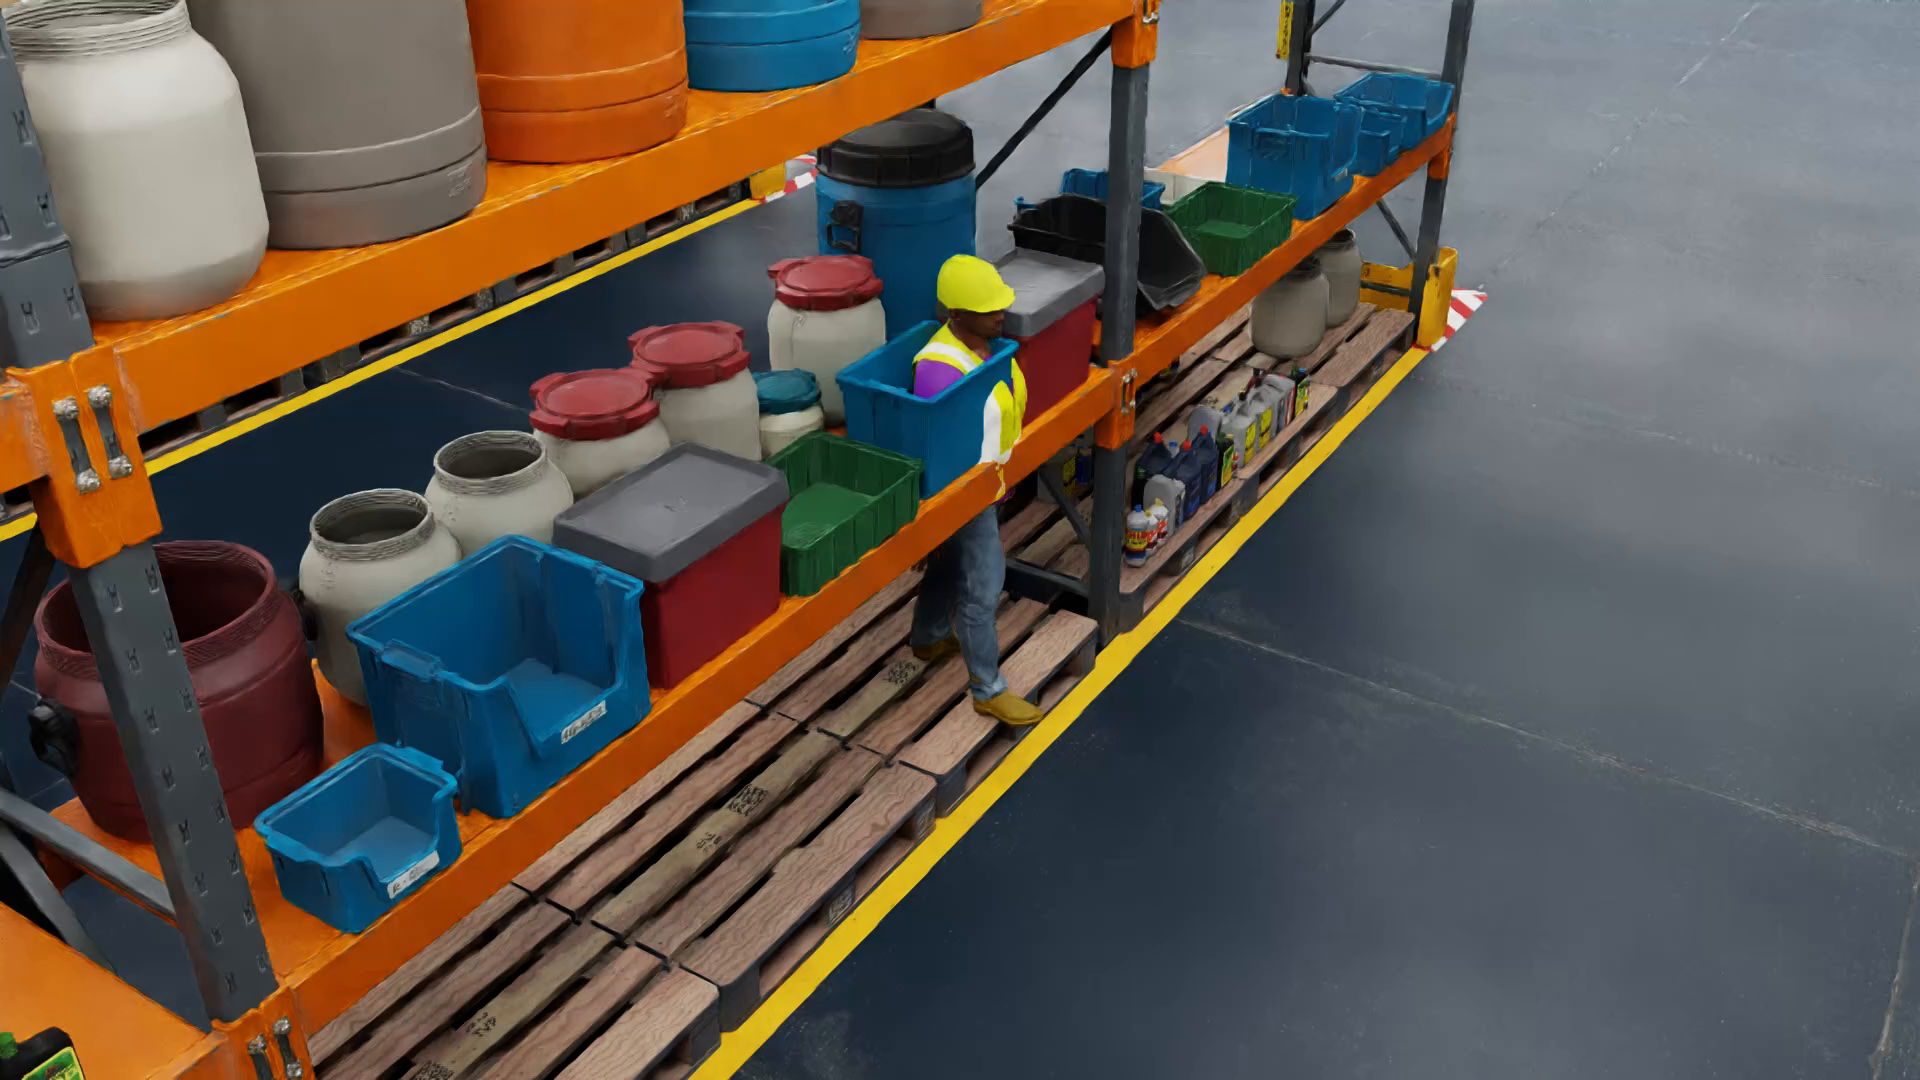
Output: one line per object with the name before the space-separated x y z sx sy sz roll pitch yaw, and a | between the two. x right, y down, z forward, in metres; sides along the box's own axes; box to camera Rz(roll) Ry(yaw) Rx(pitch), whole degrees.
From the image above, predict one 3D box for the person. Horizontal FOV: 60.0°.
person | 0.062 -0.180 5.976 0.626 1.767 0.729 9 32 15
